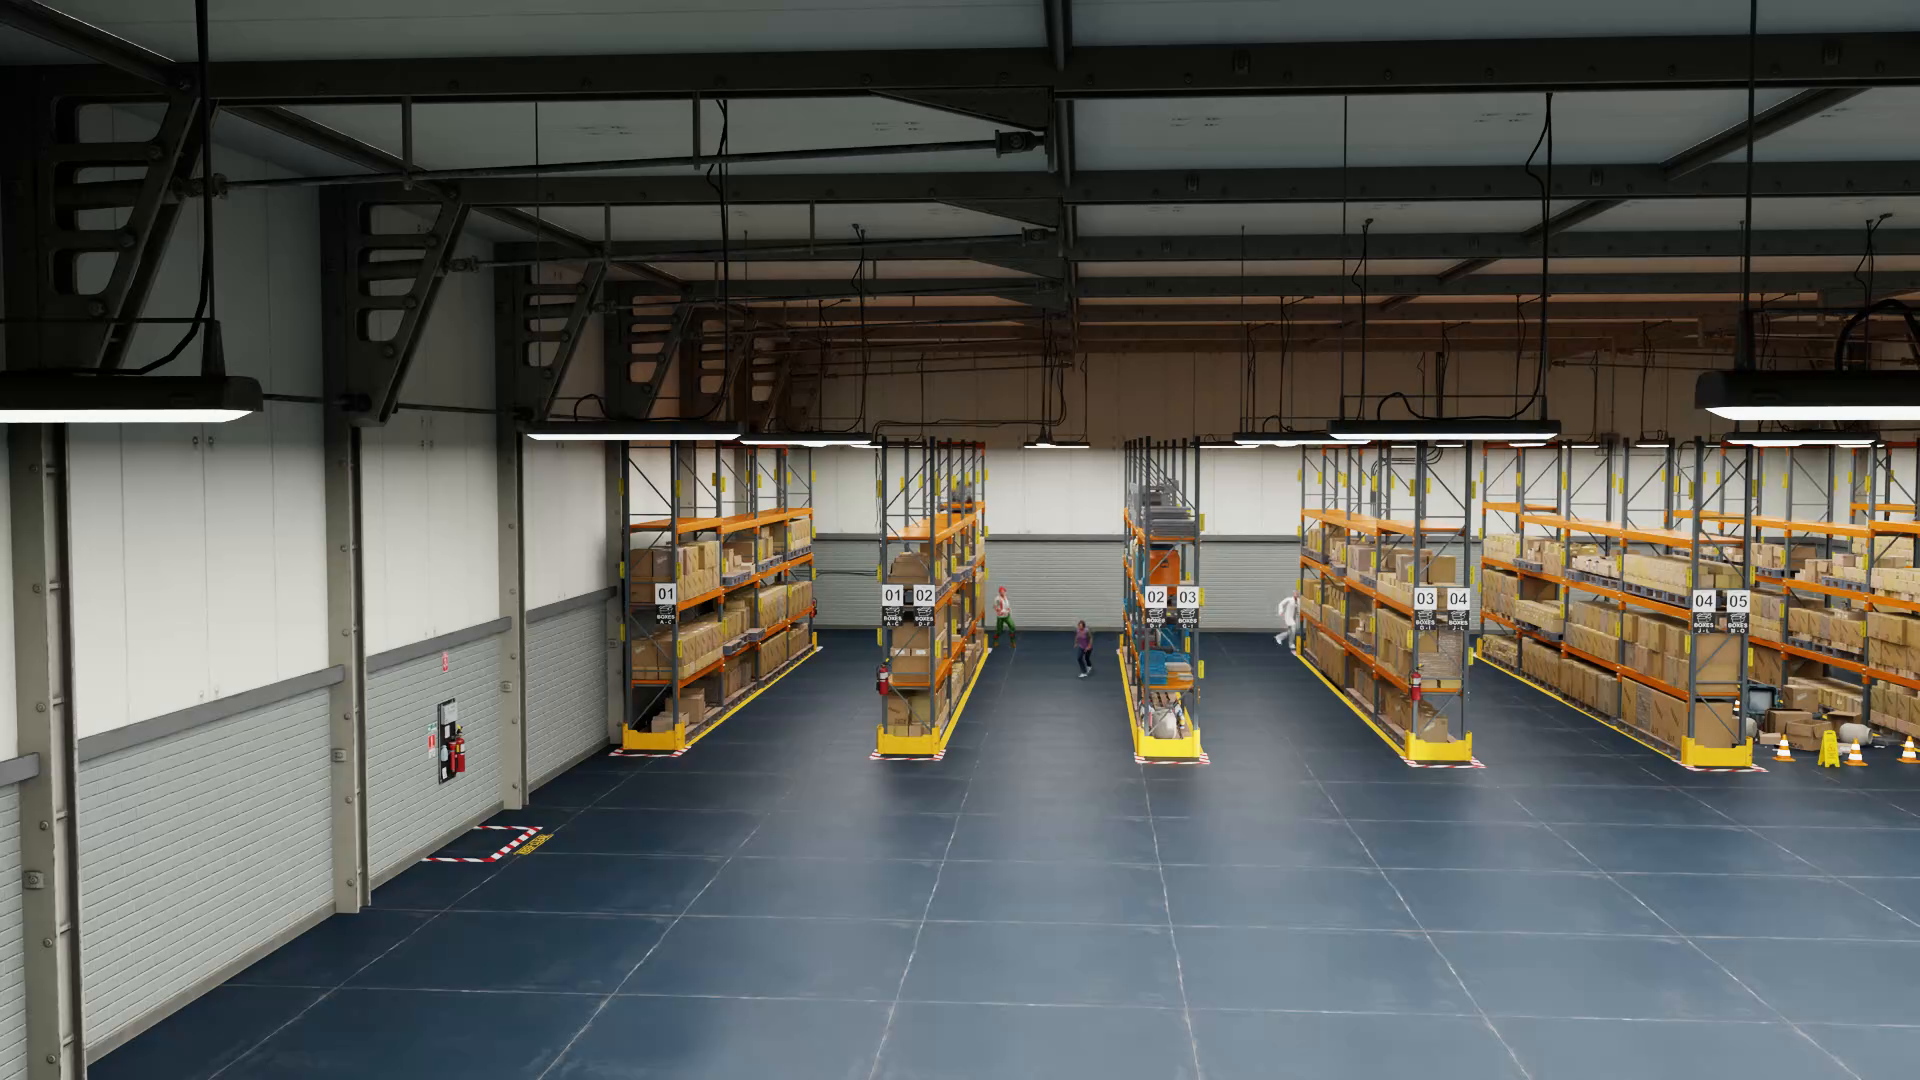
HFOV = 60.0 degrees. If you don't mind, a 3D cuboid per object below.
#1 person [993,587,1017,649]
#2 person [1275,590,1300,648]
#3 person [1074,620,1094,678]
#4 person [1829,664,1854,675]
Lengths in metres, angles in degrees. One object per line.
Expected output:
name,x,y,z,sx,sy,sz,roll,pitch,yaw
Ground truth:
person,1.247,2.259,48.239,0.667,1.822,0.820,-2,4,-39
person,9.605,2.310,48.523,0.821,1.720,0.709,-2,4,-35
person,3.211,2.740,42.238,0.519,1.449,0.958,1,3,24
person,22.312,2.641,42.185,0.608,1.633,0.861,-1,3,-13
